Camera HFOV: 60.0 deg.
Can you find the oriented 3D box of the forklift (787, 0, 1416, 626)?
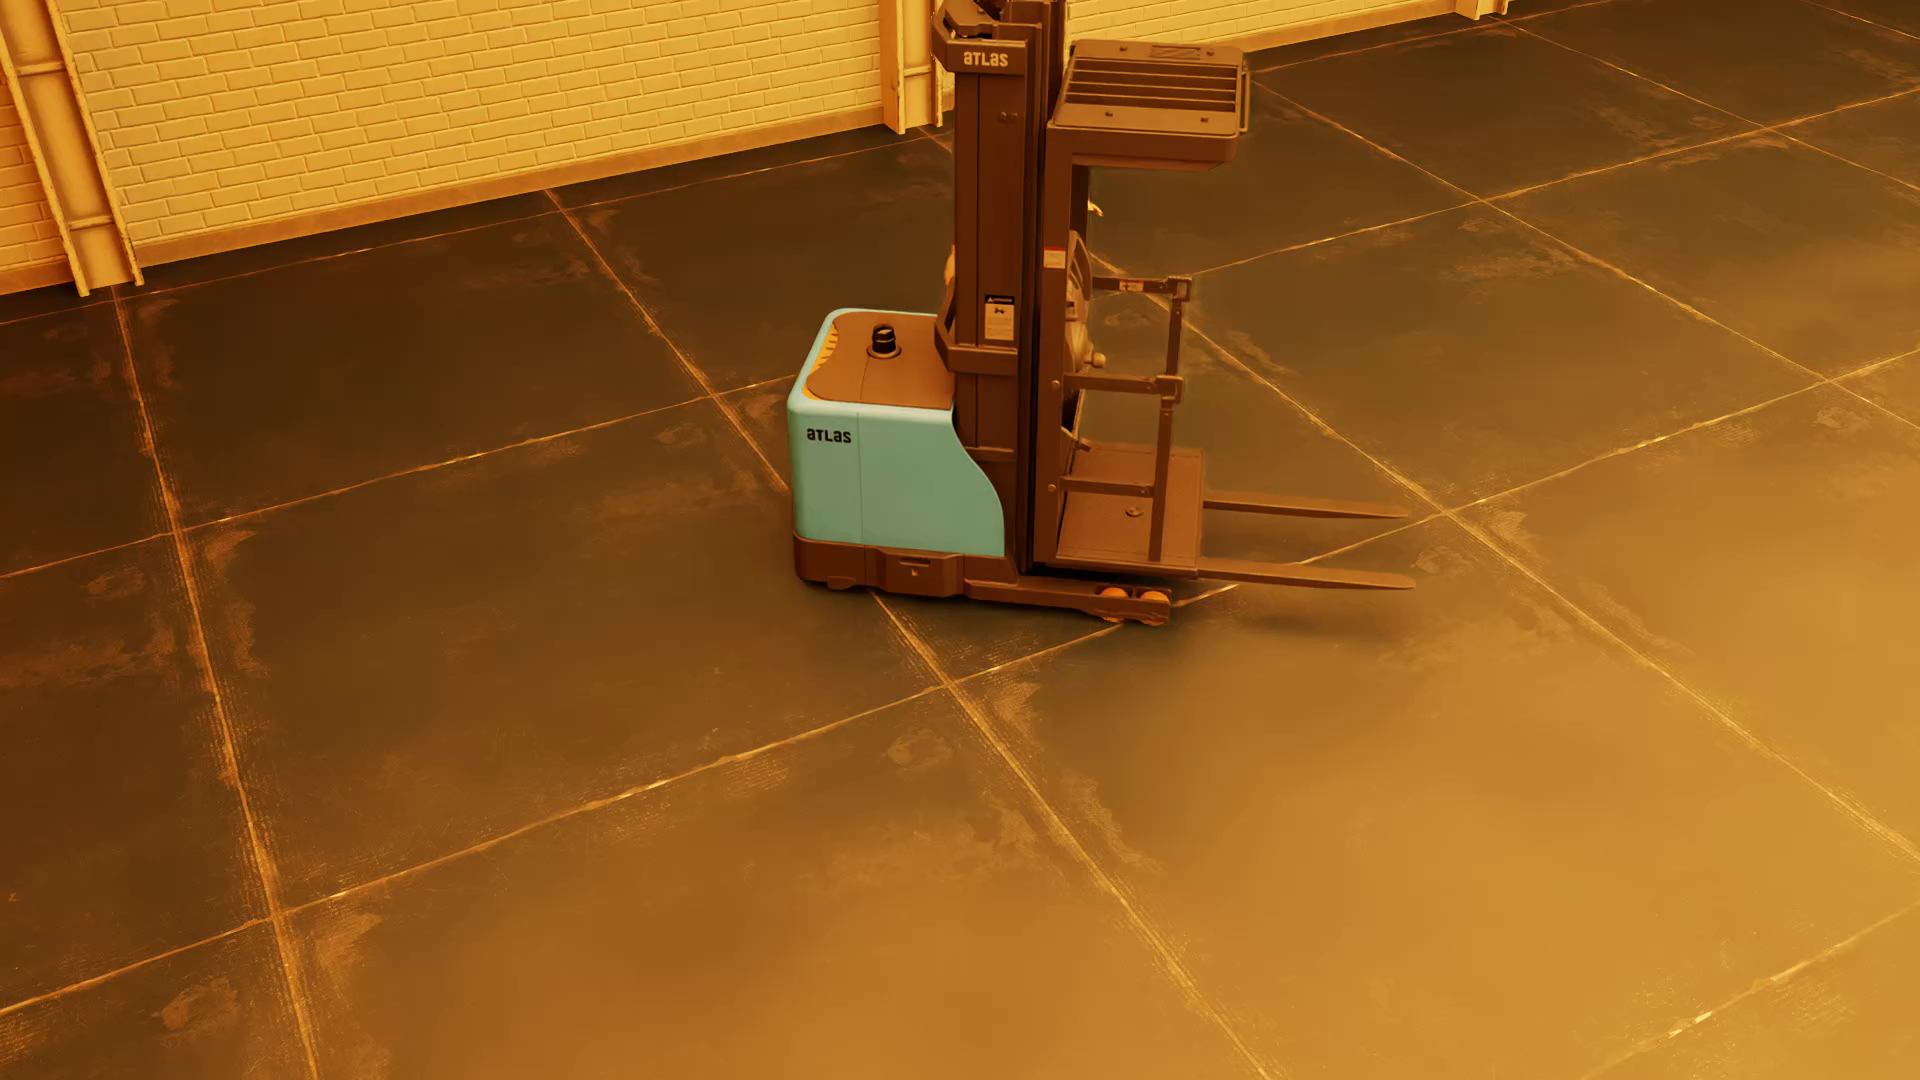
[{"bbox_3d":[0.736,-1.112,7.696,3.031,2.935,1.130,5,36,7],"label":"forklift"}]

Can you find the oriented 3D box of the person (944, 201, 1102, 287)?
[{"bbox_3d":[0.441,-1.543,9.586,1.099,1.526,0.950,-20,40,-26],"label":"person"}]
